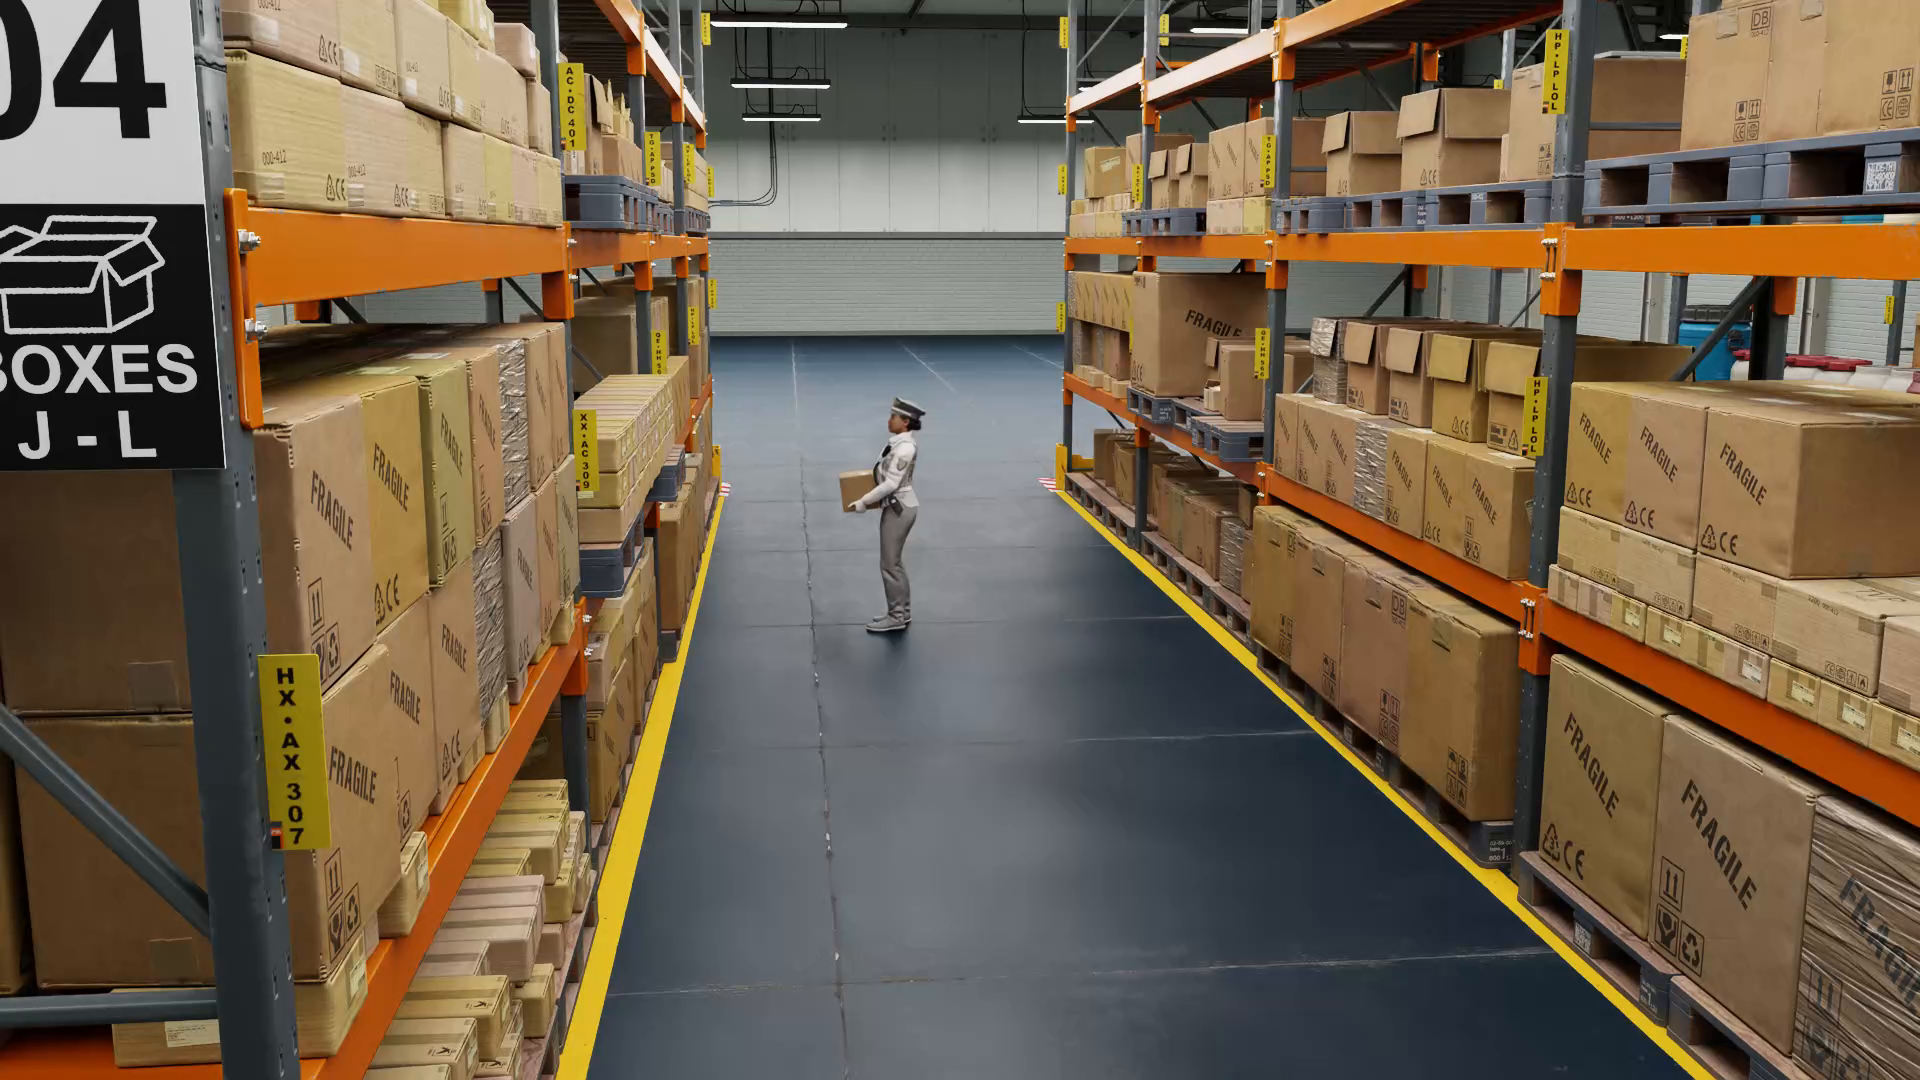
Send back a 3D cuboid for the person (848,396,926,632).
[{"bbox_3d":[-0.524,-0.193,11.922,0.563,1.686,0.459,-1,10,-5],"label":"person"}]
